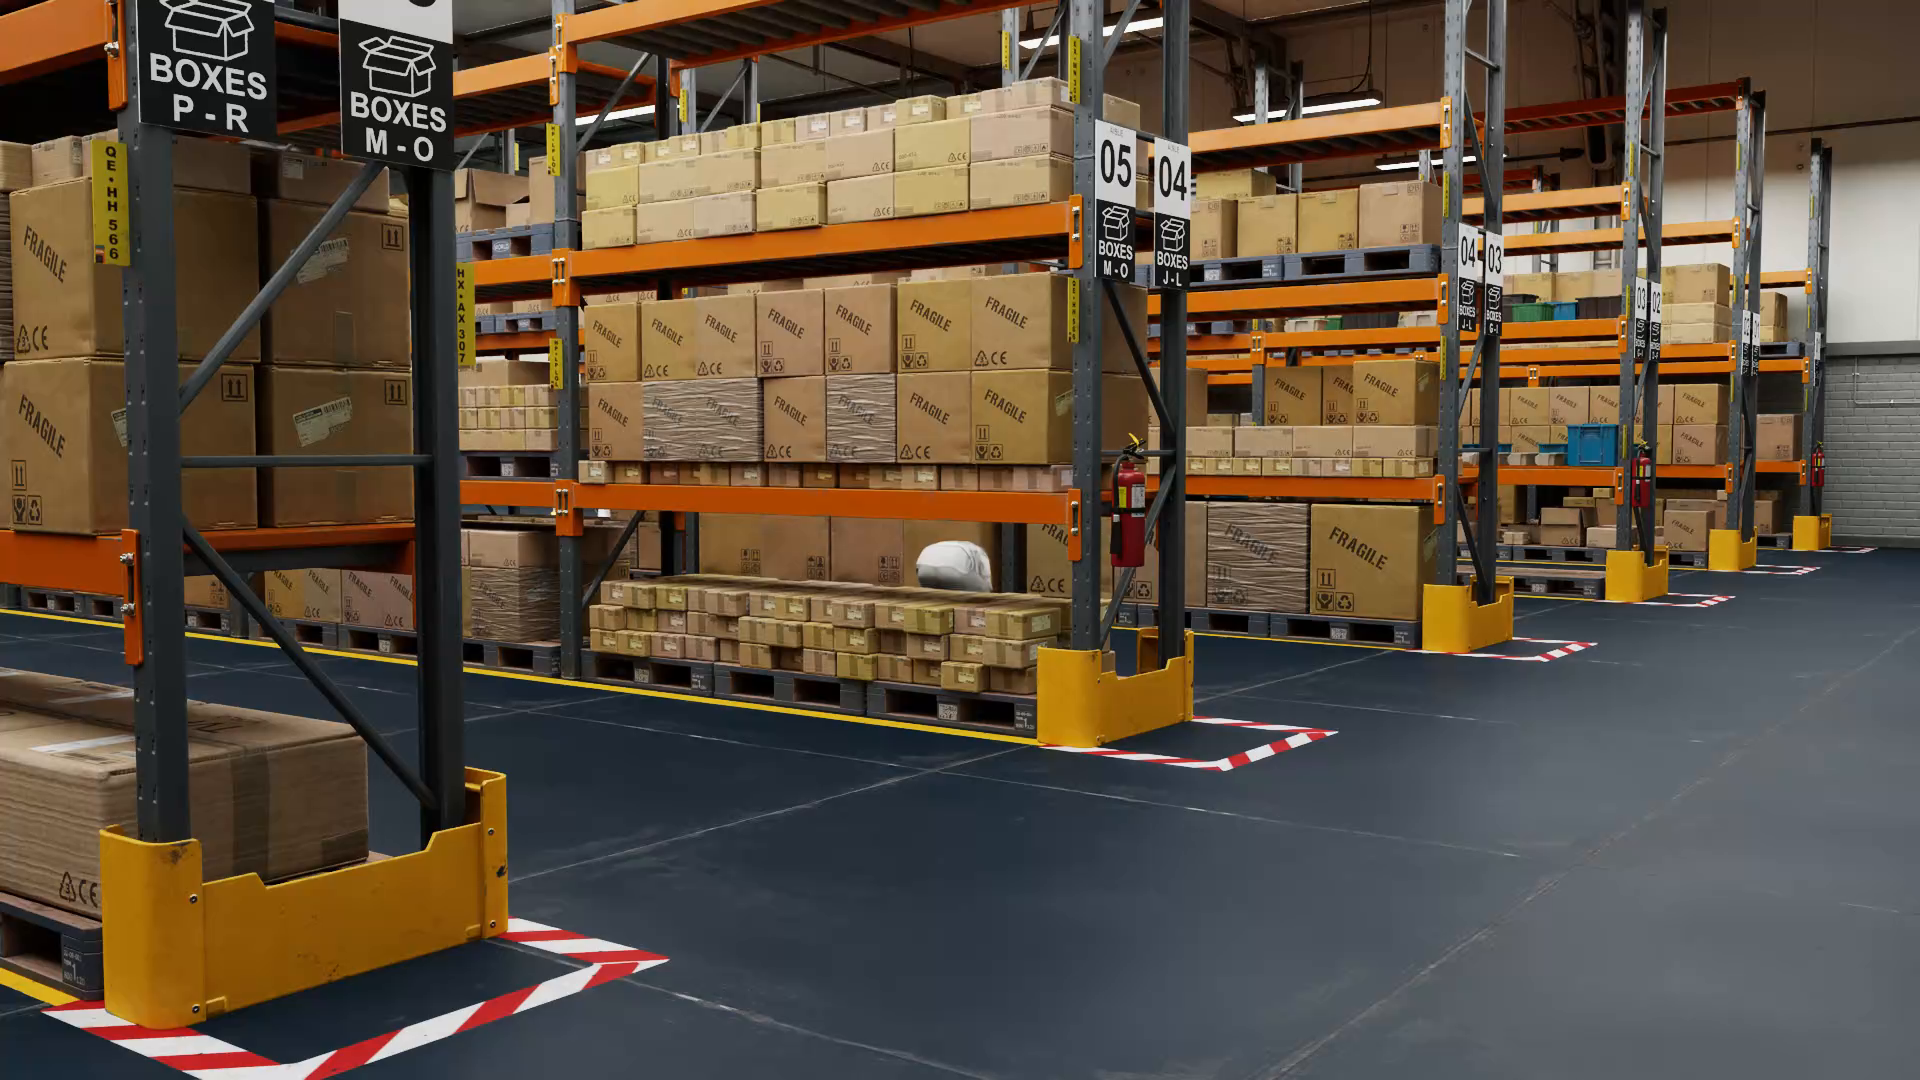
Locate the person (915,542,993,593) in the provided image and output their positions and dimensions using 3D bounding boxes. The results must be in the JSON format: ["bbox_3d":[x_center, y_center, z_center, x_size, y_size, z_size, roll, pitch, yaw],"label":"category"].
[{"bbox_3d":[-0.010,0.397,13.670,0.512,0.785,0.929,2,4,28],"label":"person"}]
